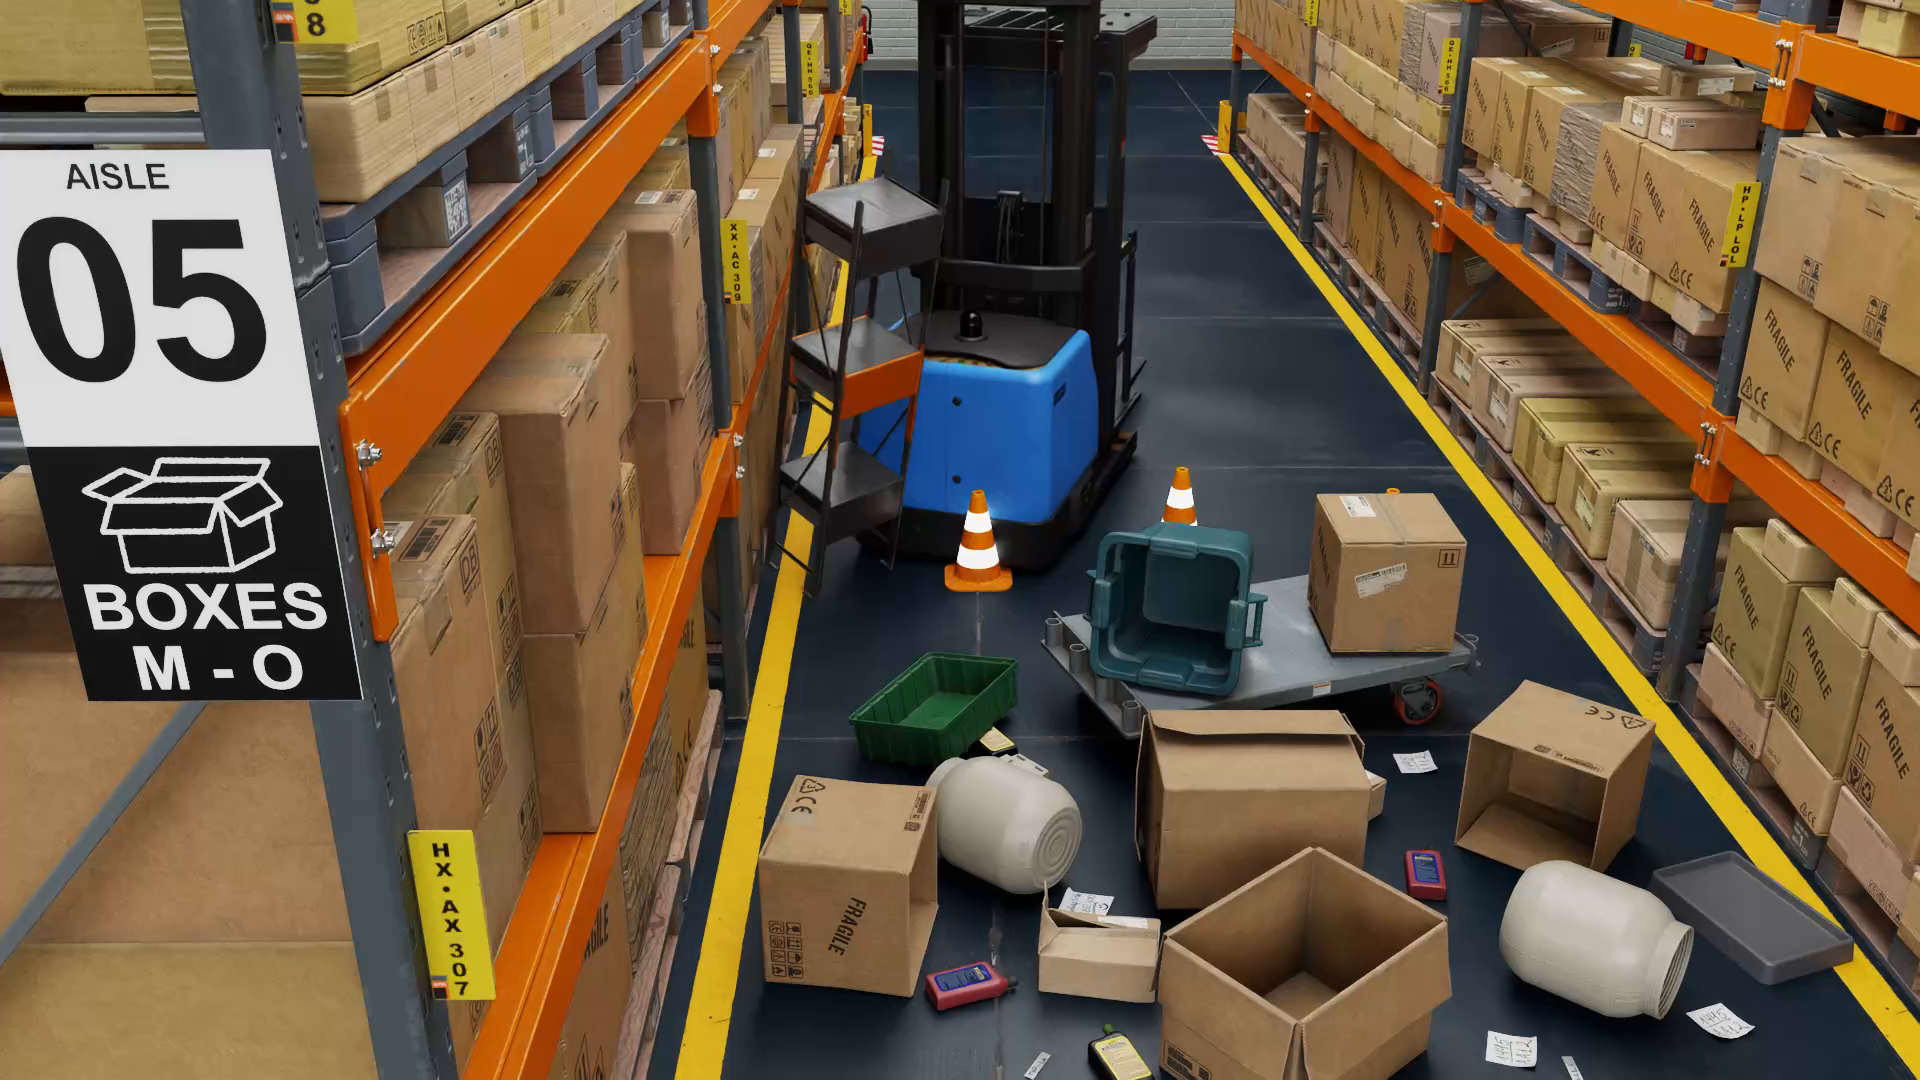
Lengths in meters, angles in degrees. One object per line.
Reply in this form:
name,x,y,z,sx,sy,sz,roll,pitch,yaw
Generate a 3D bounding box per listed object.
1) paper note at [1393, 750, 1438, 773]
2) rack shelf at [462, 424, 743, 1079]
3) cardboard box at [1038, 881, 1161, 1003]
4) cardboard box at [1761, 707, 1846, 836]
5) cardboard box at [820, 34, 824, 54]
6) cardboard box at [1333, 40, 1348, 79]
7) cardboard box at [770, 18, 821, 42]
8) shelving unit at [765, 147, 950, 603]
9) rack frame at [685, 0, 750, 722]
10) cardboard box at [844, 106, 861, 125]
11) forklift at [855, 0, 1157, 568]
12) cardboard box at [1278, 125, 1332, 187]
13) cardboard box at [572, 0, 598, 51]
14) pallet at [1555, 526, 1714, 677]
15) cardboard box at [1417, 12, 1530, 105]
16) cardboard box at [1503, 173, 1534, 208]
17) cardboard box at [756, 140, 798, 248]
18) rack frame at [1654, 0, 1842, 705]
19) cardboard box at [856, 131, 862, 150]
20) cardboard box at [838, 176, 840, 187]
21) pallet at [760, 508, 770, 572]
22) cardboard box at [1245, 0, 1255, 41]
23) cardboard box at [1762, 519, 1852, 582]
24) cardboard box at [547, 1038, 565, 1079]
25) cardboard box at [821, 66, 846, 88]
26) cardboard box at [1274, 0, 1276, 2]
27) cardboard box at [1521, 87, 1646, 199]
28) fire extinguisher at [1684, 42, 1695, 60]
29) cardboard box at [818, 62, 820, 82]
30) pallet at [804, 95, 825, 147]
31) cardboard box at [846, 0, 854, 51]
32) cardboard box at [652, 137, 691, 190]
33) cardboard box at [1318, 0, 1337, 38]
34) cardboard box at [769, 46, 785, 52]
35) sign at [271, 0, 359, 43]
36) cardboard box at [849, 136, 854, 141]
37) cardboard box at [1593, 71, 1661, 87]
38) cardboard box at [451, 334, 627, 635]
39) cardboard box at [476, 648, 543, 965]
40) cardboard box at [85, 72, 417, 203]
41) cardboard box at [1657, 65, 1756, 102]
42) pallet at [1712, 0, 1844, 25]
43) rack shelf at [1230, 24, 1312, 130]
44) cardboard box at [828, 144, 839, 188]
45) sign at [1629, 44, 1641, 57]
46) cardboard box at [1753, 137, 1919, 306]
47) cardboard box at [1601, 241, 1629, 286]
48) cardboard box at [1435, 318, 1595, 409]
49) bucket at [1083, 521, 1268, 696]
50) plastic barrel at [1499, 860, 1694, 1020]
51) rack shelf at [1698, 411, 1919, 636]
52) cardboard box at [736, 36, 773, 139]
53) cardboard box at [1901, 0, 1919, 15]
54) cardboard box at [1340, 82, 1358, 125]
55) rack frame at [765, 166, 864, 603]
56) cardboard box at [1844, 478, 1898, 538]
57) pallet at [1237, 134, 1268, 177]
paper note,1.845,0.896,6.732,0.148,0.019,0.142,0,24,-1
rack shelf,-1.382,0.533,4.805,1.077,0.370,4.000,0,24,-1
cardboard box,0.457,1.327,5.495,0.396,0.266,0.258,4,25,9
cardboard box,3.299,0.843,6.074,0.500,0.250,0.500,1,24,2
cardboard box,-1.289,-3.965,13.311,0.380,0.149,0.250,0,24,1
cardboard box,3.214,-3.742,12.958,0.500,0.250,0.500,0,24,0
cardboard box,-1.287,-3.988,13.002,0.380,0.149,0.250,-1,24,-2
shelving unit,-0.506,-0.718,7.709,0.503,2.100,0.431,-24,47,-38
rack frame,-1.403,-0.619,6.479,1.000,3.000,0.127,0,24,-1
cardboard box,-1.200,-4.300,16.846,0.380,0.149,0.250,-1,24,-2
forklift,0.409,-1.777,9.122,1.130,2.935,3.031,8,26,17
cardboard box,3.548,-3.632,15.739,0.875,0.438,0.875,-1,24,-2
cardboard box,-1.060,-1.228,3.858,0.380,0.149,0.250,0,24,0
pallet,3.535,0.267,7.904,1.003,0.211,1.213,0,24,-1
cardboard box,3.234,-3.044,10.506,0.500,0.500,0.500,-1,24,-2
cardboard box,3.228,-1.930,9.173,0.380,0.149,0.250,0,24,0
cardboard box,-1.170,-1.923,9.241,0.500,0.500,0.500,0,24,-1
rack frame,3.545,-0.683,6.620,1.000,3.000,0.127,0,24,-1
cardboard box,-1.216,-4.135,17.202,0.380,0.149,0.250,0,24,1
cardboard box,-1.231,-2.664,13.524,0.500,0.500,0.500,-1,24,-2
pallet,-1.503,-0.170,8.870,1.003,0.211,1.213,0,24,-1
cardboard box,3.166,-5.266,16.632,0.500,0.500,0.500,-1,24,-1
cardboard box,3.223,0.037,6.157,0.380,0.149,0.250,0,24,0
cardboard box,-1.433,1.527,3.803,0.875,0.875,0.875,0,24,0
cardboard box,-1.167,-3.919,14.081,0.380,0.149,0.250,1,24,1
cardboard box,3.167,-5.299,15.492,0.500,0.500,0.500,0,24,0
cardboard box,3.300,-2.084,8.725,0.500,0.500,0.500,0,24,0
fire extinguisher,7.914,-5.505,17.828,0.296,0.674,0.183,0,24,-1
cardboard box,-1.284,-3.620,12.909,0.380,0.149,0.250,0,24,-1
pallet,-1.510,-2.995,11.966,1.003,0.211,1.213,0,24,-1
cardboard box,-1.226,-4.714,15.049,0.500,0.500,0.500,-1,24,-2
cardboard box,-1.415,-1.325,6.705,0.700,0.500,0.500,-1,24,-1
cardboard box,3.175,-4.298,13.279,0.500,0.500,0.500,0,24,0
cardboard box,-1.274,-3.348,11.586,0.380,0.149,0.250,0,24,1
sign,-0.805,-0.772,2.020,0.100,0.325,0.005,0,24,-1
cardboard box,-1.233,-3.842,16.195,0.380,0.149,0.250,1,24,2
cardboard box,3.801,-2.305,9.214,0.500,0.500,0.500,-1,24,-1
cardboard box,-1.294,-0.142,3.931,0.875,0.550,0.550,0,24,-1
cardboard box,-1.437,0.582,3.642,0.875,0.550,0.550,0,24,-1
cardboard box,-1.043,-0.603,2.477,0.380,0.149,0.250,0,24,0
cardboard box,3.801,-2.326,8.475,0.380,0.149,0.250,-1,24,-3
pallet,3.645,-2.219,6.604,1.213,0.211,1.003,0,24,-1
rack shelf,3.436,-4.476,15.879,1.077,0.370,4.000,0,24,-1
cardboard box,-1.230,-3.004,13.366,0.500,0.250,0.500,-1,24,-2
sign,4.044,-2.829,10.056,0.100,0.325,0.005,0,24,-1
cardboard box,3.333,-1.137,5.929,0.700,0.500,0.500,-1,24,-1
cardboard box,3.233,-1.290,7.758,0.380,0.149,0.250,0,24,0
cardboard box,3.498,-1.092,10.205,0.950,0.372,0.625,-2,24,-4
bucket,0.903,0.226,6.739,0.726,0.611,0.620,8,16,18
plastic barrel,2.052,1.295,5.374,0.512,0.421,0.421,19,30,35
rack shelf,3.567,0.469,4.946,1.077,0.370,4.000,0,24,-1
cardboard box,-1.452,-2.583,9.488,0.700,0.500,0.500,0,24,-1
cardboard box,3.291,-1.722,5.098,0.500,0.250,0.500,0,24,-1
cardboard box,3.196,-3.304,12.598,0.500,0.250,0.500,0,24,-1
rack frame,-0.682,-0.642,7.559,0.015,2.100,0.400,-24,47,-38
cardboard box,3.284,-0.122,5.685,0.380,0.149,0.250,0,24,1
pallet,3.501,-4.028,17.400,1.003,0.211,1.213,0,24,-1
